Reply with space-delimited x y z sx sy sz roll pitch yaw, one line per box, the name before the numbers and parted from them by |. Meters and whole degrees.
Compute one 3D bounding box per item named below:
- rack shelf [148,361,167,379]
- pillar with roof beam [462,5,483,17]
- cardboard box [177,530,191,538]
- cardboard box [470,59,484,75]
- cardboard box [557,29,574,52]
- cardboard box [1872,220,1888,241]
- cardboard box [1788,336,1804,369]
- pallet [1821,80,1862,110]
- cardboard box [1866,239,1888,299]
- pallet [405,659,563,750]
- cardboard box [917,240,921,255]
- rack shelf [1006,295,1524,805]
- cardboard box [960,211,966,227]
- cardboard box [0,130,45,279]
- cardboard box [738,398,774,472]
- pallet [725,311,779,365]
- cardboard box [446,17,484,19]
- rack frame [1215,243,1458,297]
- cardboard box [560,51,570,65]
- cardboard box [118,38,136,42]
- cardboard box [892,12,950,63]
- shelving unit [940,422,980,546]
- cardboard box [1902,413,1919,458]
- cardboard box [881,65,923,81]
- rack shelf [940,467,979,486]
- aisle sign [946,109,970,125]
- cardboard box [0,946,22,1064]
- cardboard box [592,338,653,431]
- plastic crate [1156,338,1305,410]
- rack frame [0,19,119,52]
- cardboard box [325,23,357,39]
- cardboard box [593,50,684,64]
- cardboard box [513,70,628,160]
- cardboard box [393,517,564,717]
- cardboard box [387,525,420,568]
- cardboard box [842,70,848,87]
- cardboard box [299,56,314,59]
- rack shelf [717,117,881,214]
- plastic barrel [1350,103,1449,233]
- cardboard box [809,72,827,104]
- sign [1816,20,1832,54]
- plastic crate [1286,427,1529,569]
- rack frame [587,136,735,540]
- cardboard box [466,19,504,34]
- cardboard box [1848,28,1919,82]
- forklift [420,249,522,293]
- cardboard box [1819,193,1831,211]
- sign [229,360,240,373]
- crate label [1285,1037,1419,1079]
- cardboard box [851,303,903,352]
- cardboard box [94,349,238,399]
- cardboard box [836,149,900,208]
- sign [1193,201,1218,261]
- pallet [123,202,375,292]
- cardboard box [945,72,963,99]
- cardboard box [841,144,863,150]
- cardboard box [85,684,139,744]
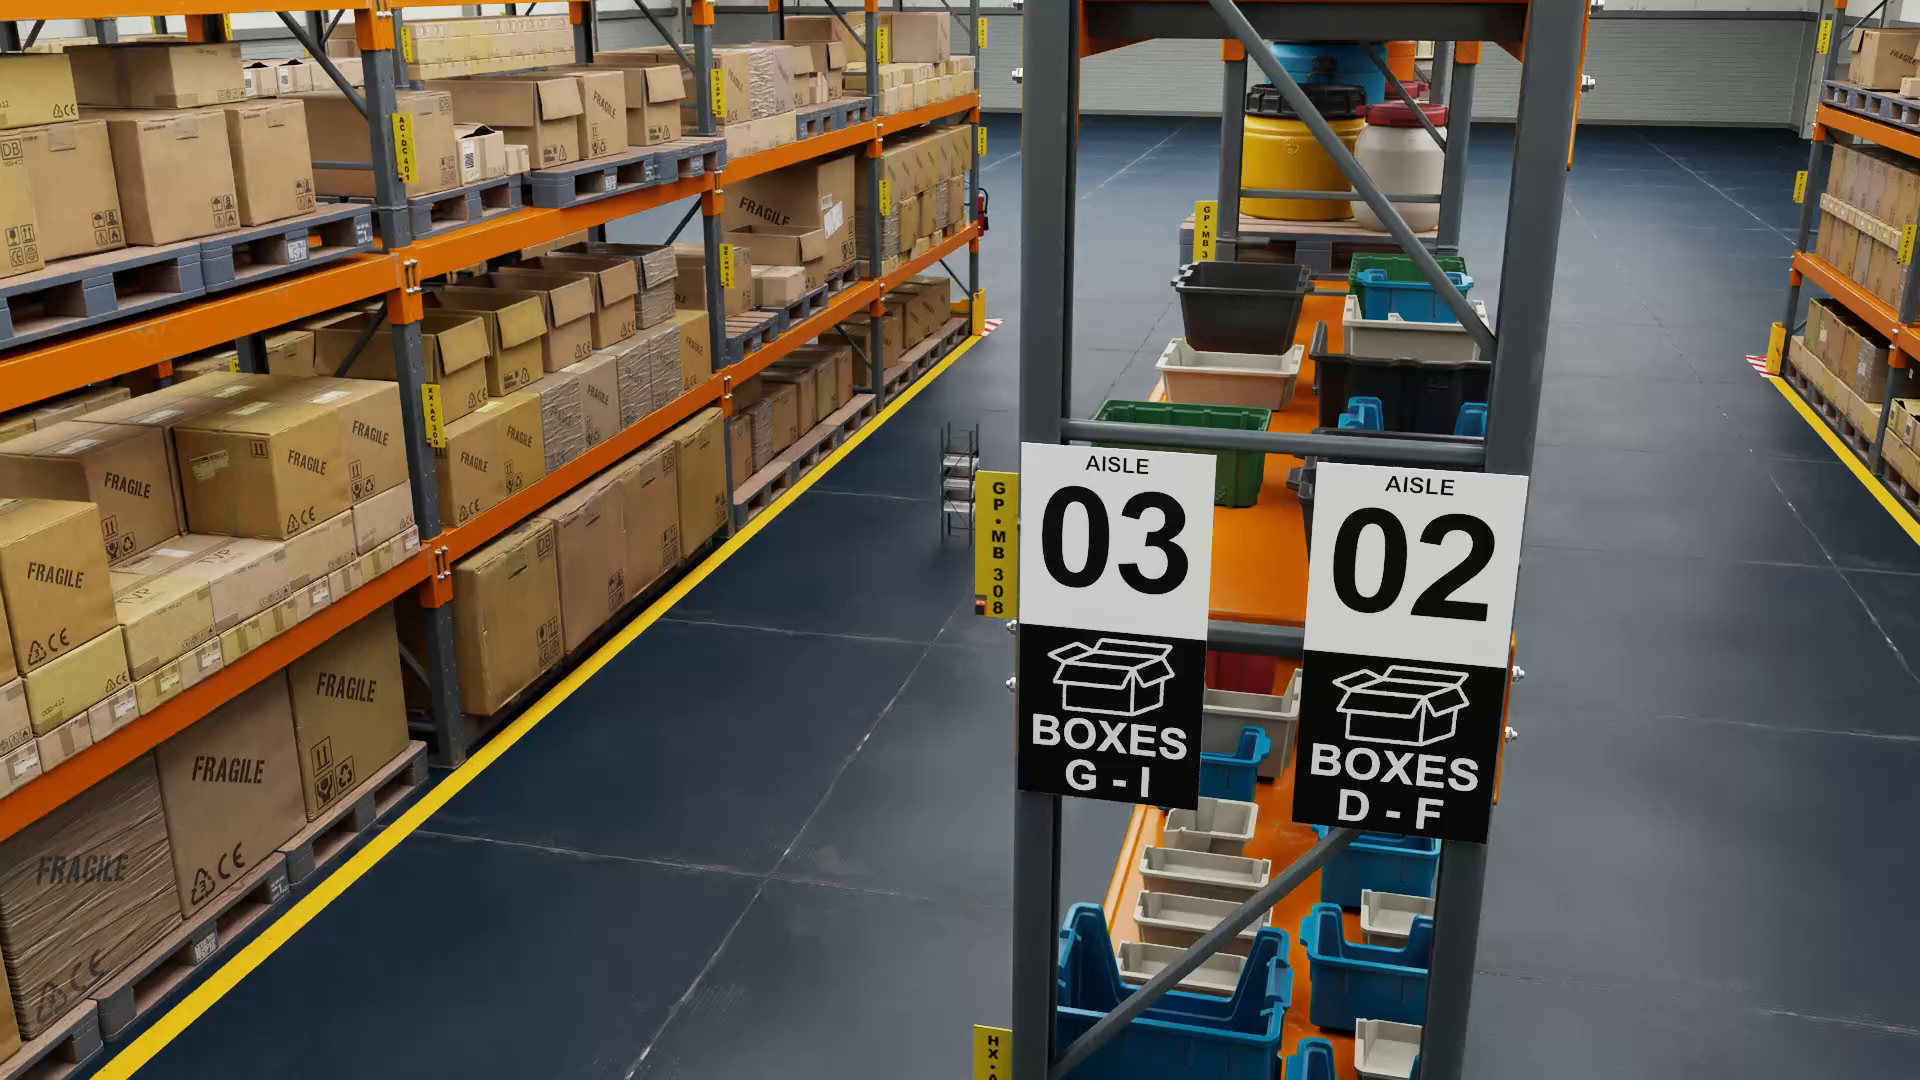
rack shelf | -7.503 -0.934 11.894 1.077 0.370 4.000 5 19 13
pillar with roof beam | -7.170 -13.153 37.272 9.100 9.000 0.400 5 19 13
cardboard box | -3.702 -0.012 7.854 0.500 0.250 0.500 5 19 13
cardboard box | -5.372 -5.108 17.945 0.380 0.149 0.250 4 19 13
cardboard box | -4.908 -5.969 19.848 0.500 0.250 0.500 5 19 14
cardboard box | 8.523 -2.802 15.093 0.380 0.149 0.250 5 20 15
cardboard box | 8.984 -1.949 17.357 0.500 0.250 0.500 5 19 13
pallet | 9.132 -4.360 16.308 1.003 0.211 1.213 5 19 13
cardboard box | 8.704 -2.458 15.088 0.700 0.500 0.500 5 19 14
pallet | -3.091 0.848 9.879 1.003 0.211 1.213 5 19 13
cardboard box | -0.626 -3.050 17.365 0.380 0.149 0.250 5 19 13
rack shelf | 1.107 -0.285 5.354 1.077 0.370 4.000 5 19 13
cardboard box | -0.144 -3.761 19.446 0.380 0.149 0.250 5 19 13
cardboard box | -3.775 -1.183 5.911 0.700 0.500 0.500 3 19 10
cardboard box | -1.962 -0.890 13.838 0.700 0.500 0.500 3 19 9
pallet | -2.159 -1.619 13.083 1.213 0.211 1.003 5 19 13
cardboard box | -5.699 -5.935 19.132 0.380 0.149 0.250 4 19 12
rack frame | 1.596 0.167 7.558 1.000 3.000 0.127 5 19 13
cardboard box | -4.875 -5.745 19.812 0.380 0.149 0.250 5 19 14
cardboard box | -10.094 -5.926 19.911 0.380 0.149 0.250 4 19 12
cardboard box | -0.408 -5.324 17.604 0.500 0.500 0.500 5 19 13
shelving unit | -0.002 -0.423 12.535 0.258 0.900 0.210 5 19 13
cardboard box | 7.883 -0.845 13.257 0.500 0.311 0.500 4 19 13
cardboard box | -0.592 -4.758 16.952 0.380 0.149 0.250 4 19 12
rack shelf | -0.002 -0.477 12.516 0.258 0.077 0.200 5 19 13
aisle sign | 0.031 -5.211 19.282 0.394 0.787 0.004 5 19 13
cardboard box | -4.105 1.629 5.914 0.875 0.875 0.875 5 19 13
cardboard box | -2.361 -1.032 10.914 0.500 0.500 0.500 4 19 12
plastic crate | 0.883 -0.541 5.399 0.437 0.136 0.530 5 19 13
rack frame | -7.014 -4.740 12.644 1.000 3.000 0.127 5 19 13
cardboard box | -6.257 -5.219 17.036 0.380 0.149 0.250 4 19 13
cardboard box | -2.355 -3.351 12.288 0.500 0.500 0.500 5 20 15
cardboard box | -2.434 -2.669 10.416 0.500 0.500 0.500 6 20 16
cardboard box | -3.070 0.380 9.571 1.225 0.875 0.875 5 19 14
cardboard box | -2.964 0.016 8.388 0.380 0.149 0.250 5 19 14
cardboard box | -1.299 -4.470 16.108 0.380 0.149 0.250 5 19 14
cardboard box | -6.427 -4.587 16.240 0.258 0.266 0.396 4 19 12
rack shelf | -1.741 -3.184 13.840 1.077 0.370 4.000 5 19 13
plastic barrel | 1.968 -1.661 7.408 0.433 0.535 0.433 0 19 0
cardboard box | -1.385 -3.984 14.628 0.396 0.266 0.258 5 20 15
sign | 8.794 -5.118 16.916 0.100 0.325 0.005 5 19 13
plastic crate | 0.983 -0.036 3.713 0.497 0.269 0.590 5 19 13
rack frame | -2.229 -1.478 12.374 1.000 3.000 0.127 5 19 13
cardboard box | -5.247 -5.643 18.278 0.380 0.149 0.250 5 19 13
cardboard box | 9.186 -4.755 16.303 0.797 0.503 0.637 6 20 17
forklift | -4.321 -1.920 13.773 1.130 2.935 3.031 5 19 14
cardboard box | 9.026 -3.450 16.990 0.380 0.149 0.250 5 19 13
sign | -3.735 -0.774 8.645 0.100 0.325 0.005 5 19 13
crate label | 0.998 1.420 4.055 0.416 0.233 0.303 5 19 13
cardboard box | -0.908 -2.251 17.853 0.500 0.500 0.500 3 19 9
cardboard box | -6.778 -1.219 14.447 1.050 0.750 0.750 4 19 13
cardboard box | -0.896 -3.514 16.173 0.500 0.500 0.500 5 19 13
sign | 1.063 -1.301 7.201 0.100 0.325 0.005 5 19 13
pallet | -3.417 -1.346 7.484 1.003 0.211 1.213 5 19 13
cardboard box | -0.265 -5.006 18.294 0.500 0.250 0.500 5 19 14
cardboard box | -1.288 -3.712 16.754 0.500 0.500 0.500 5 19 13
cardboard box | -3.466 0.660 6.503 0.380 0.149 0.250 4 19 13
